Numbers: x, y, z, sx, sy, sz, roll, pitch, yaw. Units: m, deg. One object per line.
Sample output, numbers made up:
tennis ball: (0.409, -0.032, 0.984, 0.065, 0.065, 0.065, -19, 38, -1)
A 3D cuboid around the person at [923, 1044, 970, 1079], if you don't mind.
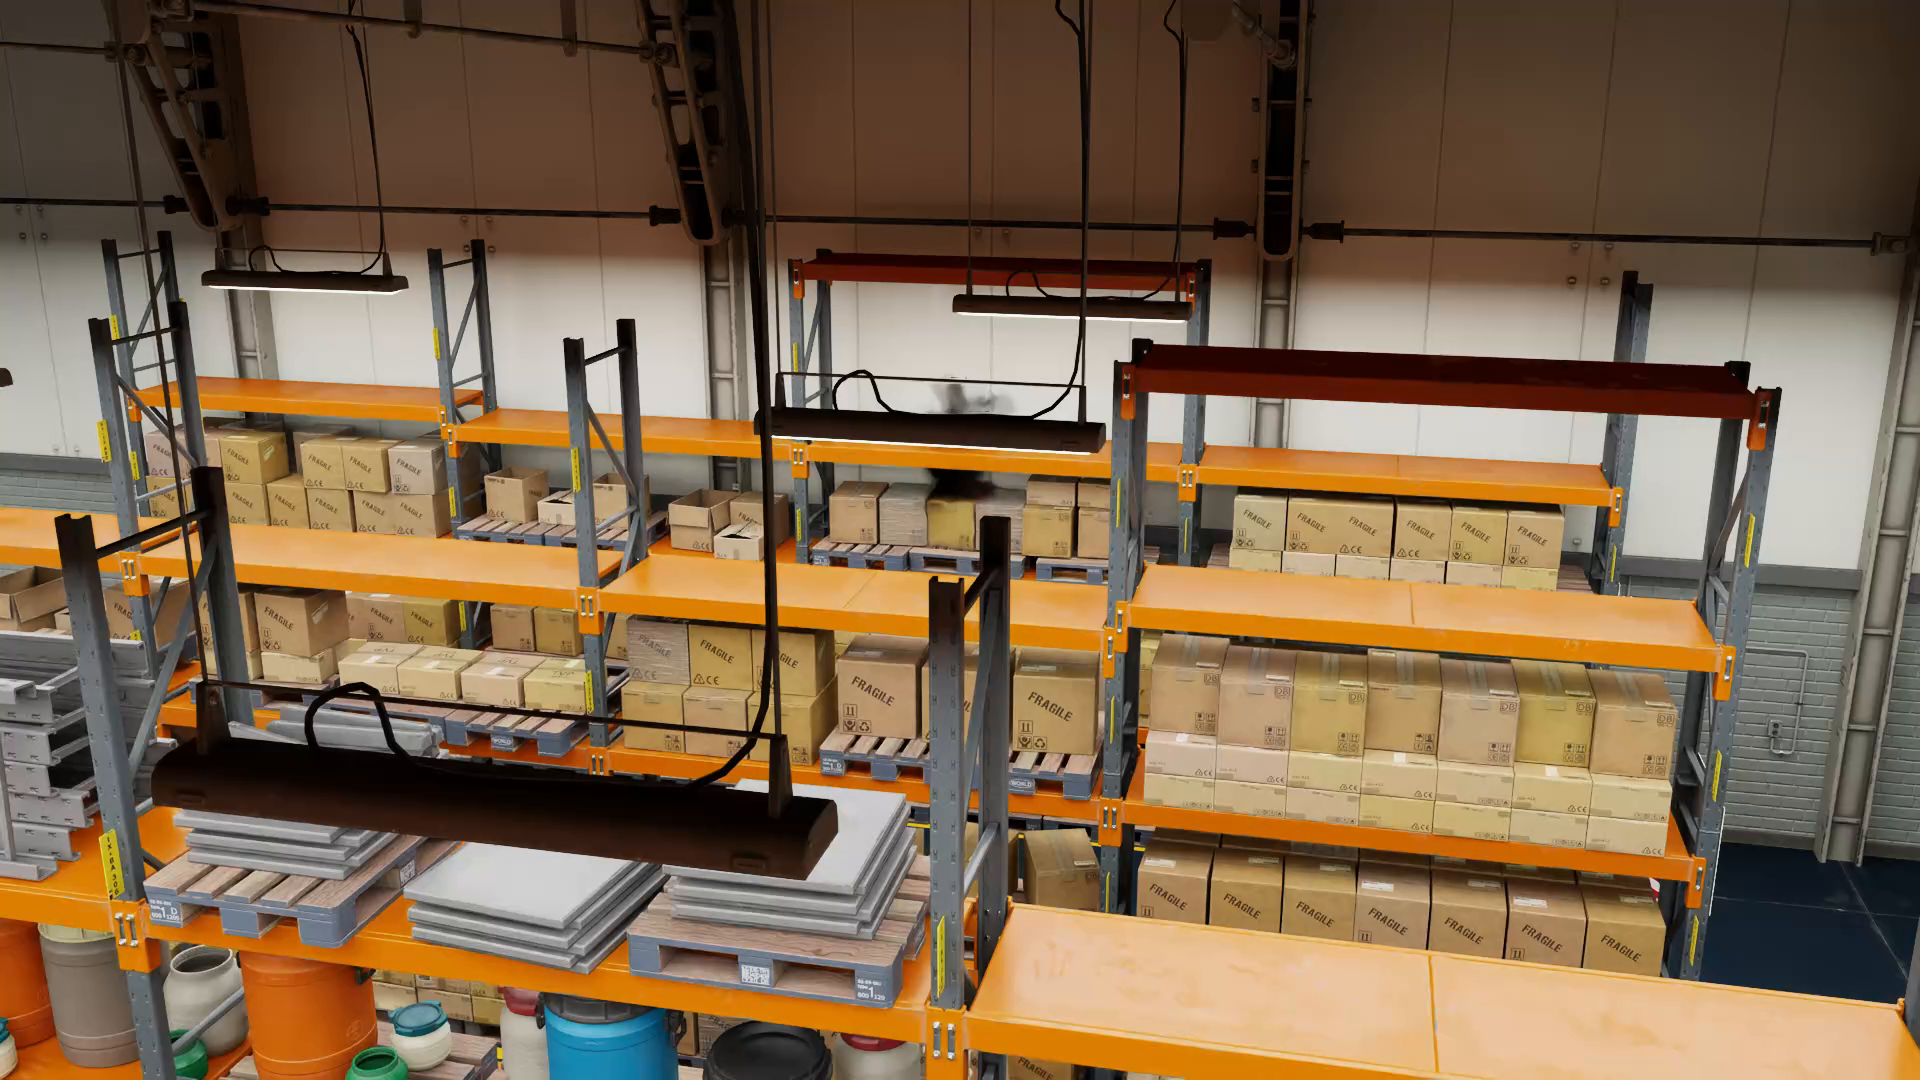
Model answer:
person: (-0.080, 4.123, 11.174, 0.554, 1.745, 0.641, 1, 16, 4)
